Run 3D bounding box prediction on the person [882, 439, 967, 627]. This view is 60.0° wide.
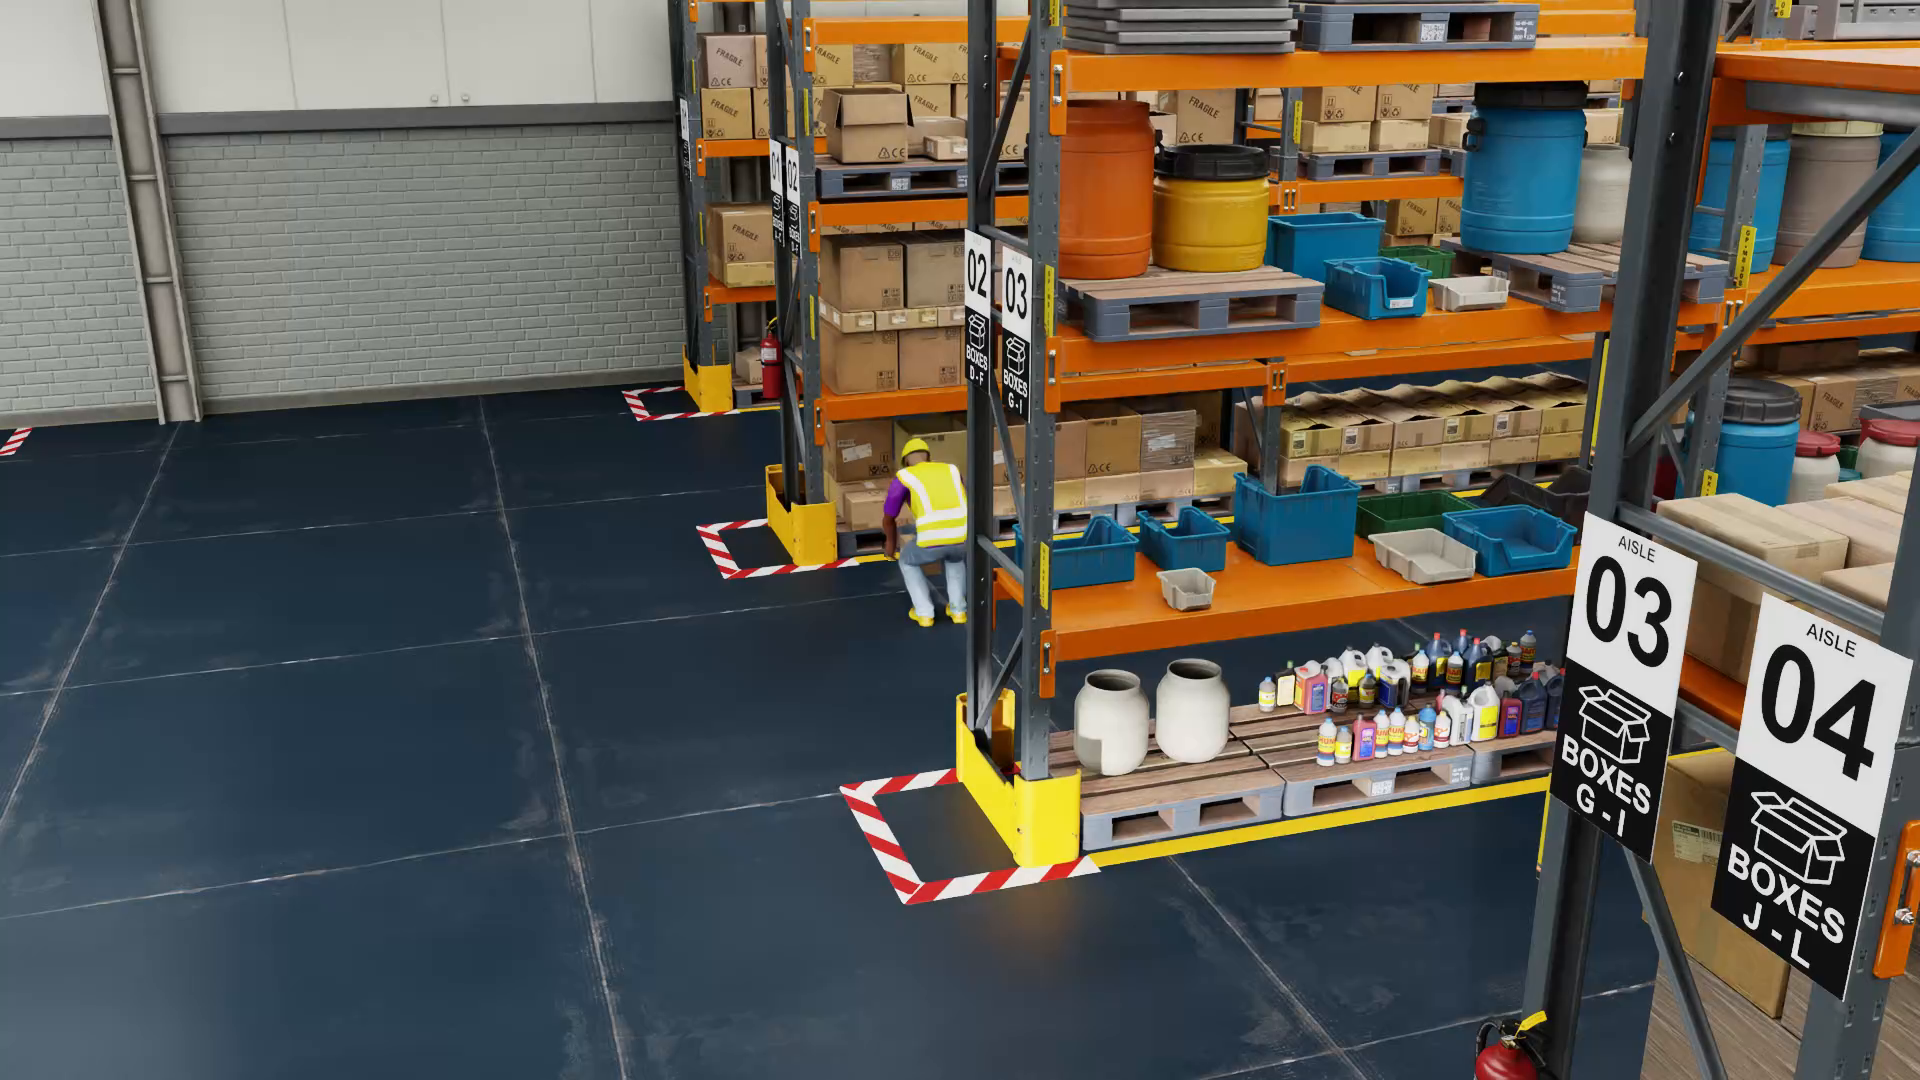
[{"bbox_3d":[-0.218,-0.046,11.940,0.626,1.260,0.823,-6,20,-17],"label":"person"}]
